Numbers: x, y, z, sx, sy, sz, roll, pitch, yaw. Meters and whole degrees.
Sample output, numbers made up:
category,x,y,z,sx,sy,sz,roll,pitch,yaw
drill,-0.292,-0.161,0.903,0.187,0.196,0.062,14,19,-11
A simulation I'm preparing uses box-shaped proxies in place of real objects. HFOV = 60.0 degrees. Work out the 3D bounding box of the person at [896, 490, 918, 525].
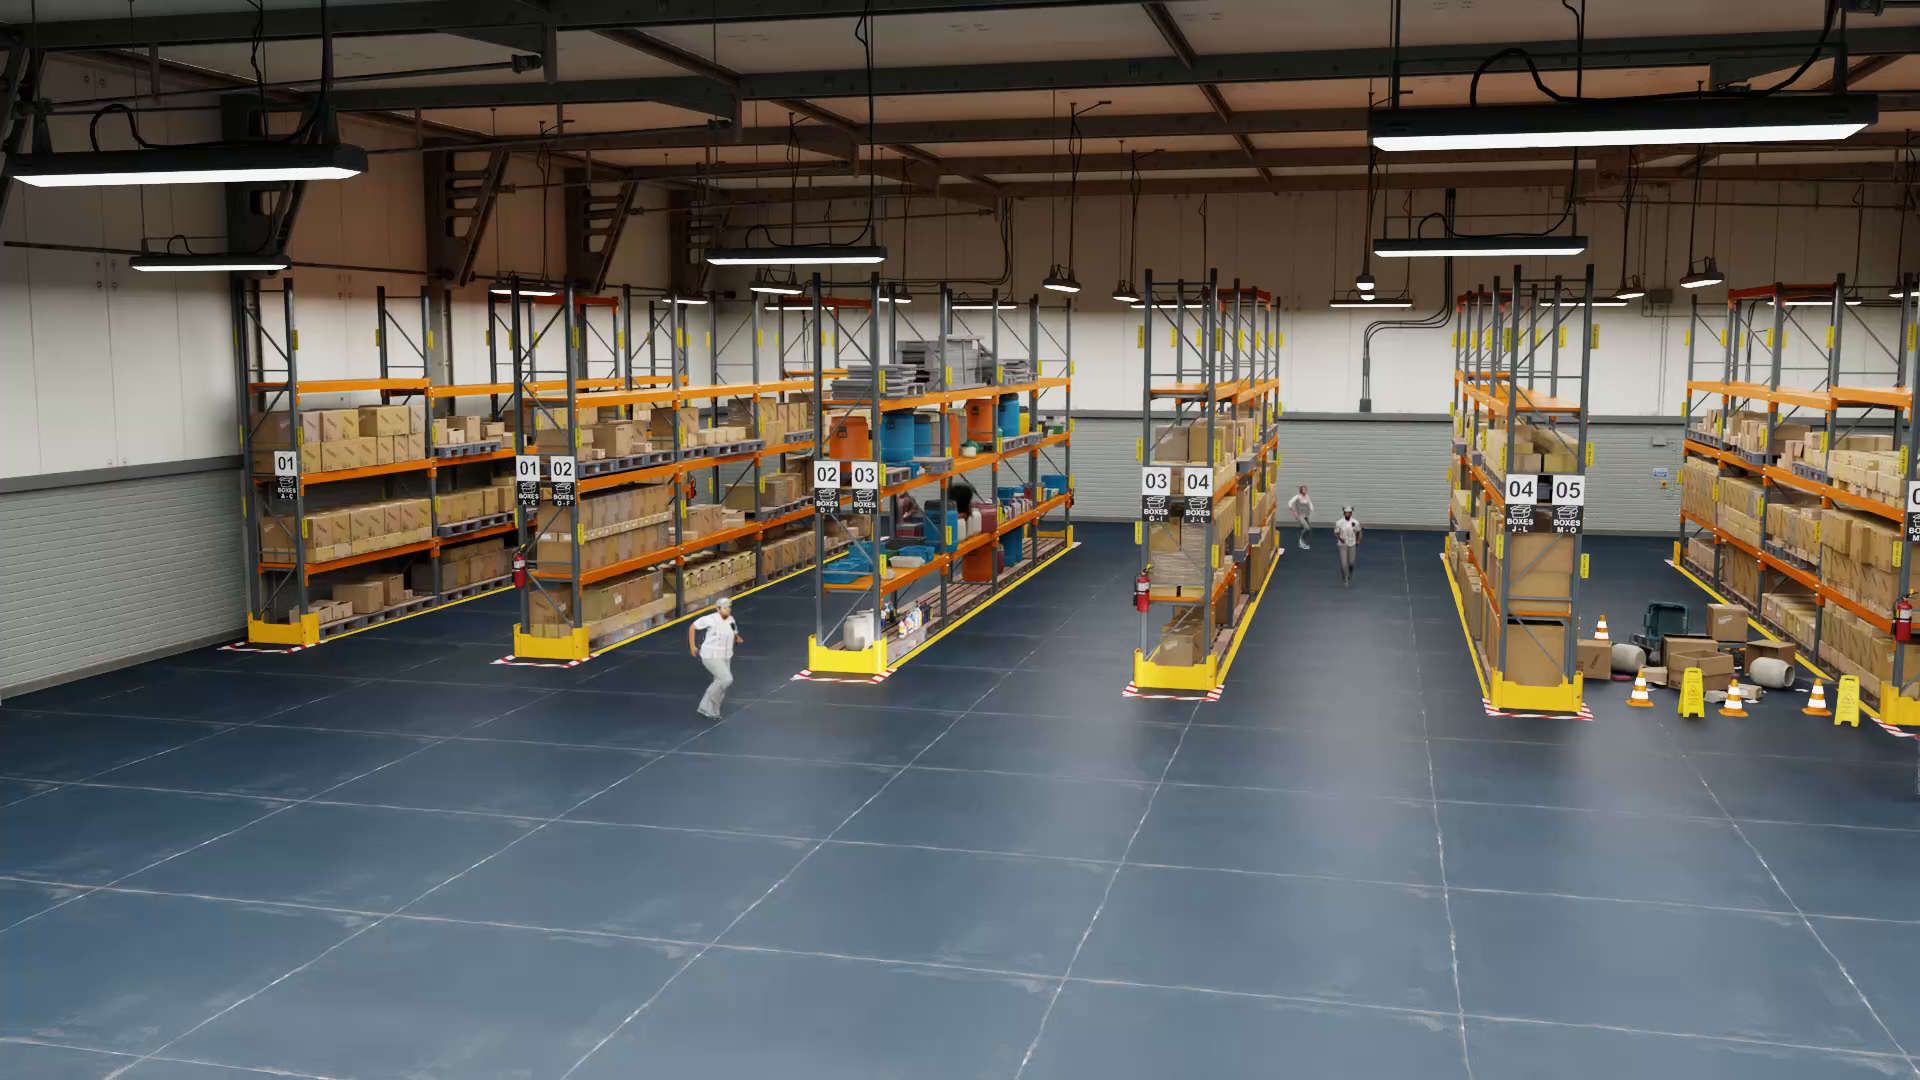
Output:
category,x,y,z,sx,sy,sz,roll,pitch,yaw
person,-1.296,-0.348,37.374,0.687,1.747,0.665,1,7,12

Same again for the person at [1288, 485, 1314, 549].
category,x,y,z,sx,sy,sz,roll,pitch,yaw
person,8.217,-0.548,39.880,0.599,1.550,0.555,-4,8,-30

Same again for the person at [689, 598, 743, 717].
category,x,y,z,sx,sy,sz,roll,pitch,yaw
person,-3.188,1.558,21.935,0.750,1.617,0.638,5,9,37

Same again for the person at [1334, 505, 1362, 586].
category,x,y,z,sx,sy,sz,roll,pitch,yaw
person,7.912,0.122,33.924,0.570,1.661,0.540,1,7,11
